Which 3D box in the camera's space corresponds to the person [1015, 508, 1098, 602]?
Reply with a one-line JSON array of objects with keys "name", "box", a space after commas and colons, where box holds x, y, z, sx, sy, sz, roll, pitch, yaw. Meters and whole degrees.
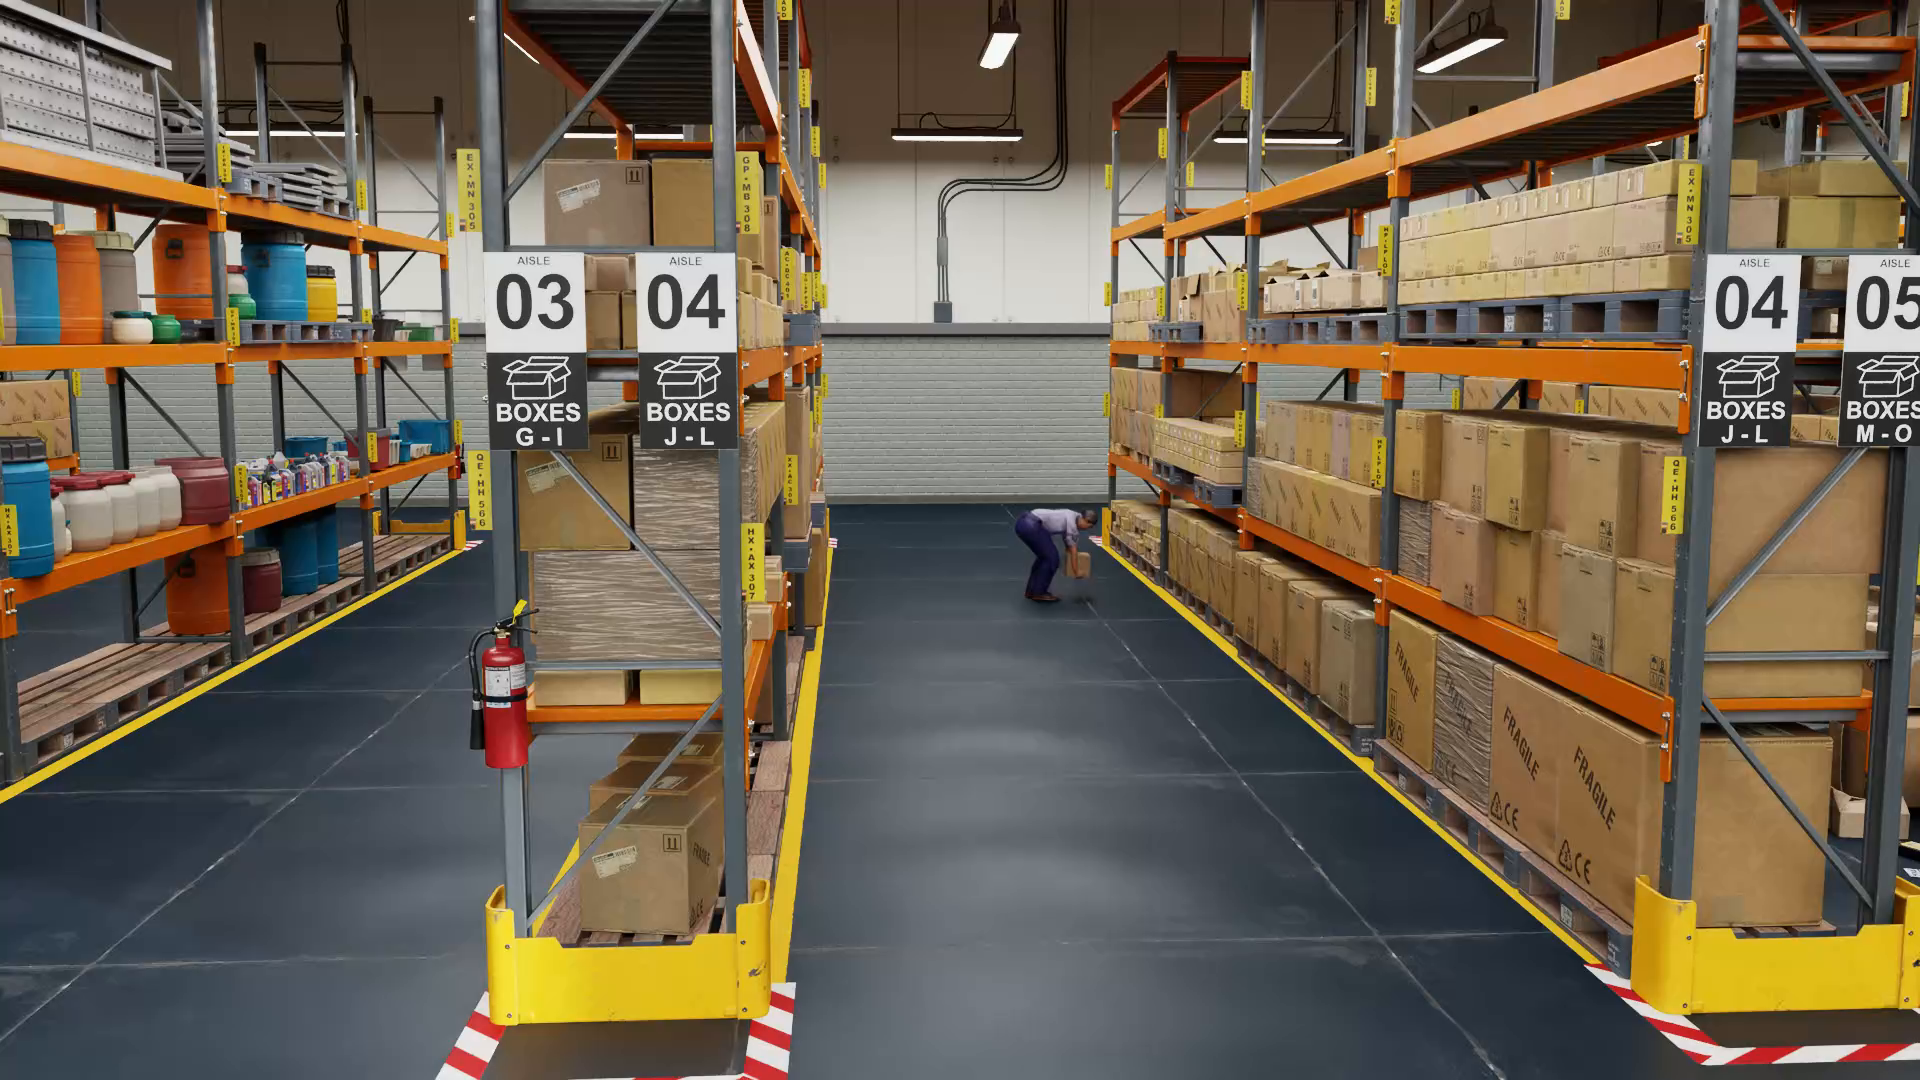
[{"name": "person", "box": [1.091, 0.152, 18.236, 0.856, 1.004, 0.475, -1, 7, -6]}]
